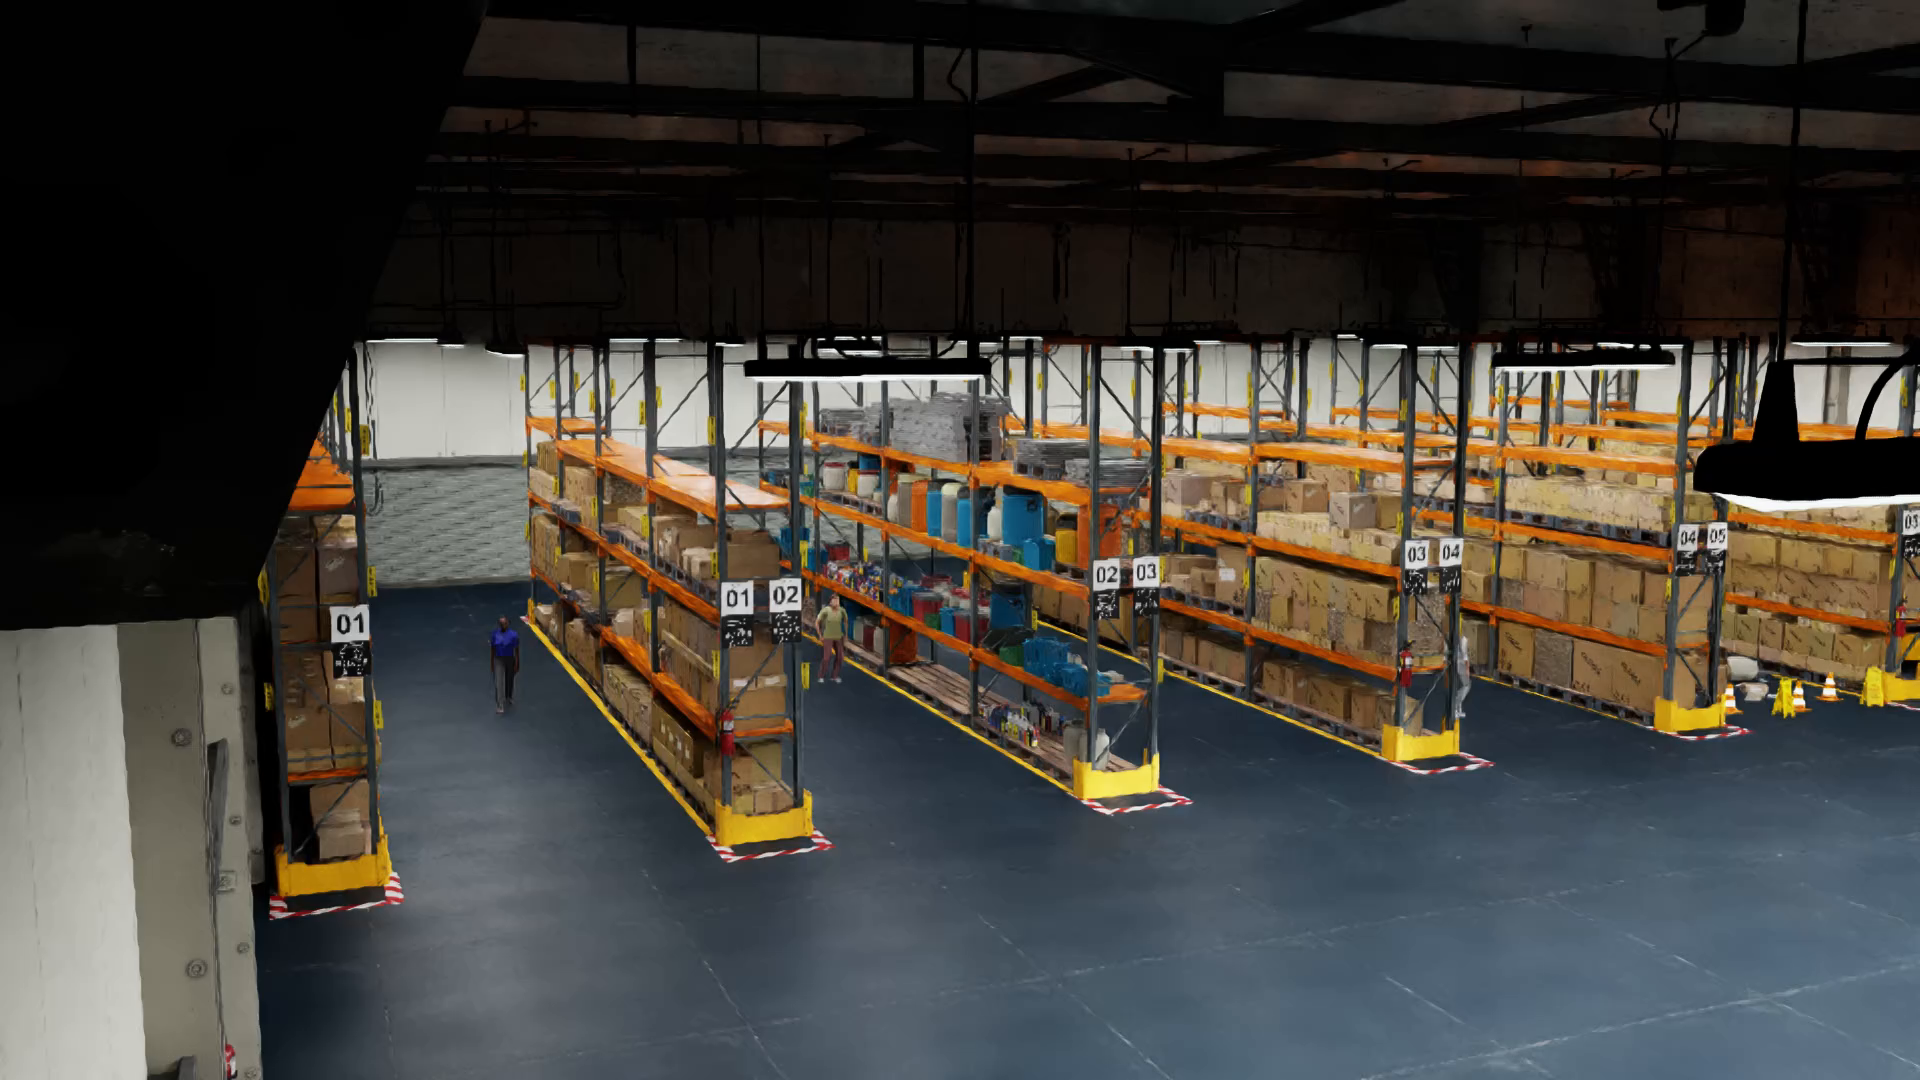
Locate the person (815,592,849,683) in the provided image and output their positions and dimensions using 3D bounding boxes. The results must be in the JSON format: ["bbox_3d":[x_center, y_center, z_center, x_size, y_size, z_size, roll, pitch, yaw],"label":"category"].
[{"bbox_3d":[-2.222,1.699,28.921,0.598,1.619,0.507,-3,8,-24],"label":"person"}]

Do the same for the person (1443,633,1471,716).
[{"bbox_3d":[7.869,2.043,26.390,0.458,1.579,0.396,6,10,39],"label":"person"}]

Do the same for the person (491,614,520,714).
[{"bbox_3d":[-7.353,1.963,26.908,0.450,1.572,1.092,-3,8,-19],"label":"person"}]
